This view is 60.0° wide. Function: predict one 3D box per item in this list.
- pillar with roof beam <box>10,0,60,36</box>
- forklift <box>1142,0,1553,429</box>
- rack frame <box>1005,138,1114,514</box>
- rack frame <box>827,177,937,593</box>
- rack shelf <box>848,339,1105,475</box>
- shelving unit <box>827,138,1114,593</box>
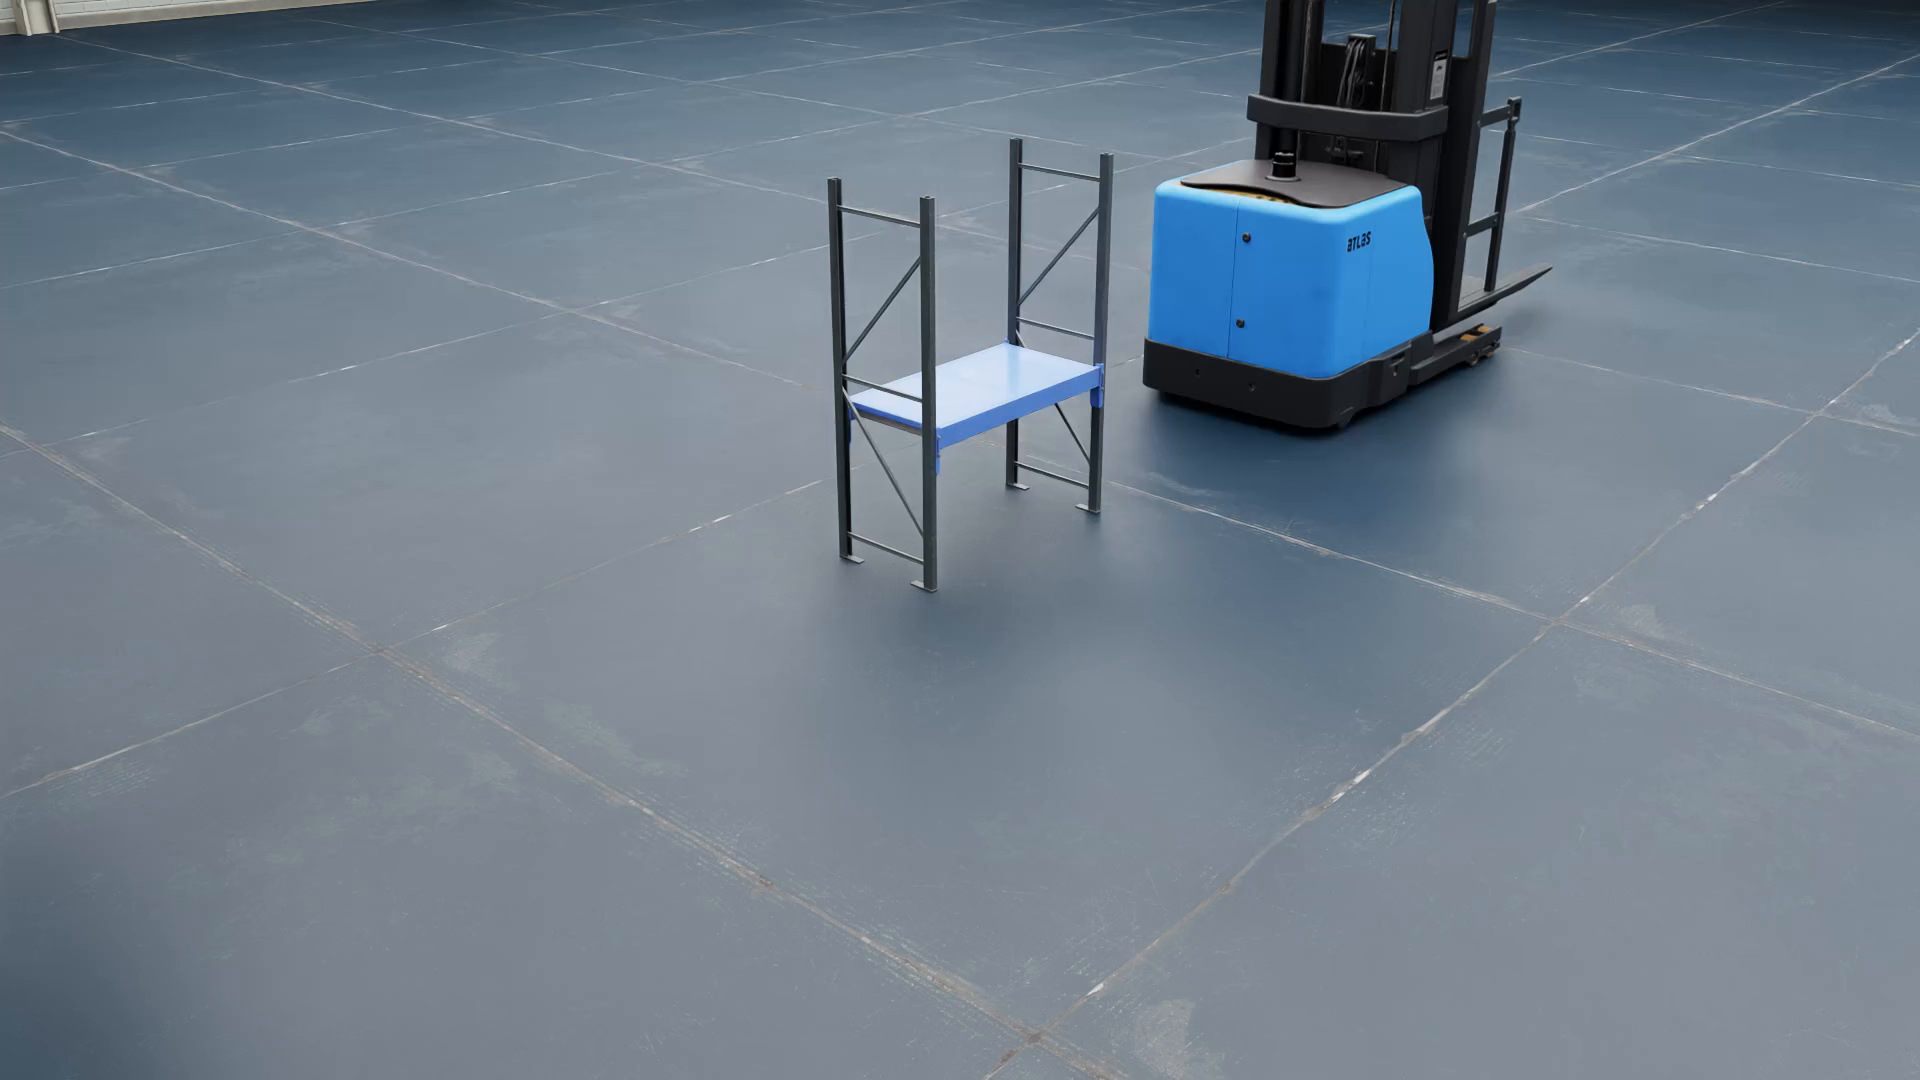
[{"bbox_3d":[-8.484,-9.365,16.638,9.100,9.000,0.400,20,31,38],"label":"pillar with roof beam"},{"bbox_3d":[2.260,-2.380,8.475,1.130,2.935,3.031,20,31,37],"label":"forklift"},{"bbox_3d":[0.396,-0.865,6.847,0.500,1.500,0.032,20,31,38],"label":"rack frame"},{"bbox_3d":[-0.282,-0.555,6.156,0.500,1.500,0.032,20,31,38],"label":"rack frame"},{"bbox_3d":[0.057,-0.546,6.575,0.538,0.185,1.000,20,31,38],"label":"rack shelf"},{"bbox_3d":[0.057,-0.710,6.501,0.538,1.500,1.048,20,31,38],"label":"shelving unit"}]
